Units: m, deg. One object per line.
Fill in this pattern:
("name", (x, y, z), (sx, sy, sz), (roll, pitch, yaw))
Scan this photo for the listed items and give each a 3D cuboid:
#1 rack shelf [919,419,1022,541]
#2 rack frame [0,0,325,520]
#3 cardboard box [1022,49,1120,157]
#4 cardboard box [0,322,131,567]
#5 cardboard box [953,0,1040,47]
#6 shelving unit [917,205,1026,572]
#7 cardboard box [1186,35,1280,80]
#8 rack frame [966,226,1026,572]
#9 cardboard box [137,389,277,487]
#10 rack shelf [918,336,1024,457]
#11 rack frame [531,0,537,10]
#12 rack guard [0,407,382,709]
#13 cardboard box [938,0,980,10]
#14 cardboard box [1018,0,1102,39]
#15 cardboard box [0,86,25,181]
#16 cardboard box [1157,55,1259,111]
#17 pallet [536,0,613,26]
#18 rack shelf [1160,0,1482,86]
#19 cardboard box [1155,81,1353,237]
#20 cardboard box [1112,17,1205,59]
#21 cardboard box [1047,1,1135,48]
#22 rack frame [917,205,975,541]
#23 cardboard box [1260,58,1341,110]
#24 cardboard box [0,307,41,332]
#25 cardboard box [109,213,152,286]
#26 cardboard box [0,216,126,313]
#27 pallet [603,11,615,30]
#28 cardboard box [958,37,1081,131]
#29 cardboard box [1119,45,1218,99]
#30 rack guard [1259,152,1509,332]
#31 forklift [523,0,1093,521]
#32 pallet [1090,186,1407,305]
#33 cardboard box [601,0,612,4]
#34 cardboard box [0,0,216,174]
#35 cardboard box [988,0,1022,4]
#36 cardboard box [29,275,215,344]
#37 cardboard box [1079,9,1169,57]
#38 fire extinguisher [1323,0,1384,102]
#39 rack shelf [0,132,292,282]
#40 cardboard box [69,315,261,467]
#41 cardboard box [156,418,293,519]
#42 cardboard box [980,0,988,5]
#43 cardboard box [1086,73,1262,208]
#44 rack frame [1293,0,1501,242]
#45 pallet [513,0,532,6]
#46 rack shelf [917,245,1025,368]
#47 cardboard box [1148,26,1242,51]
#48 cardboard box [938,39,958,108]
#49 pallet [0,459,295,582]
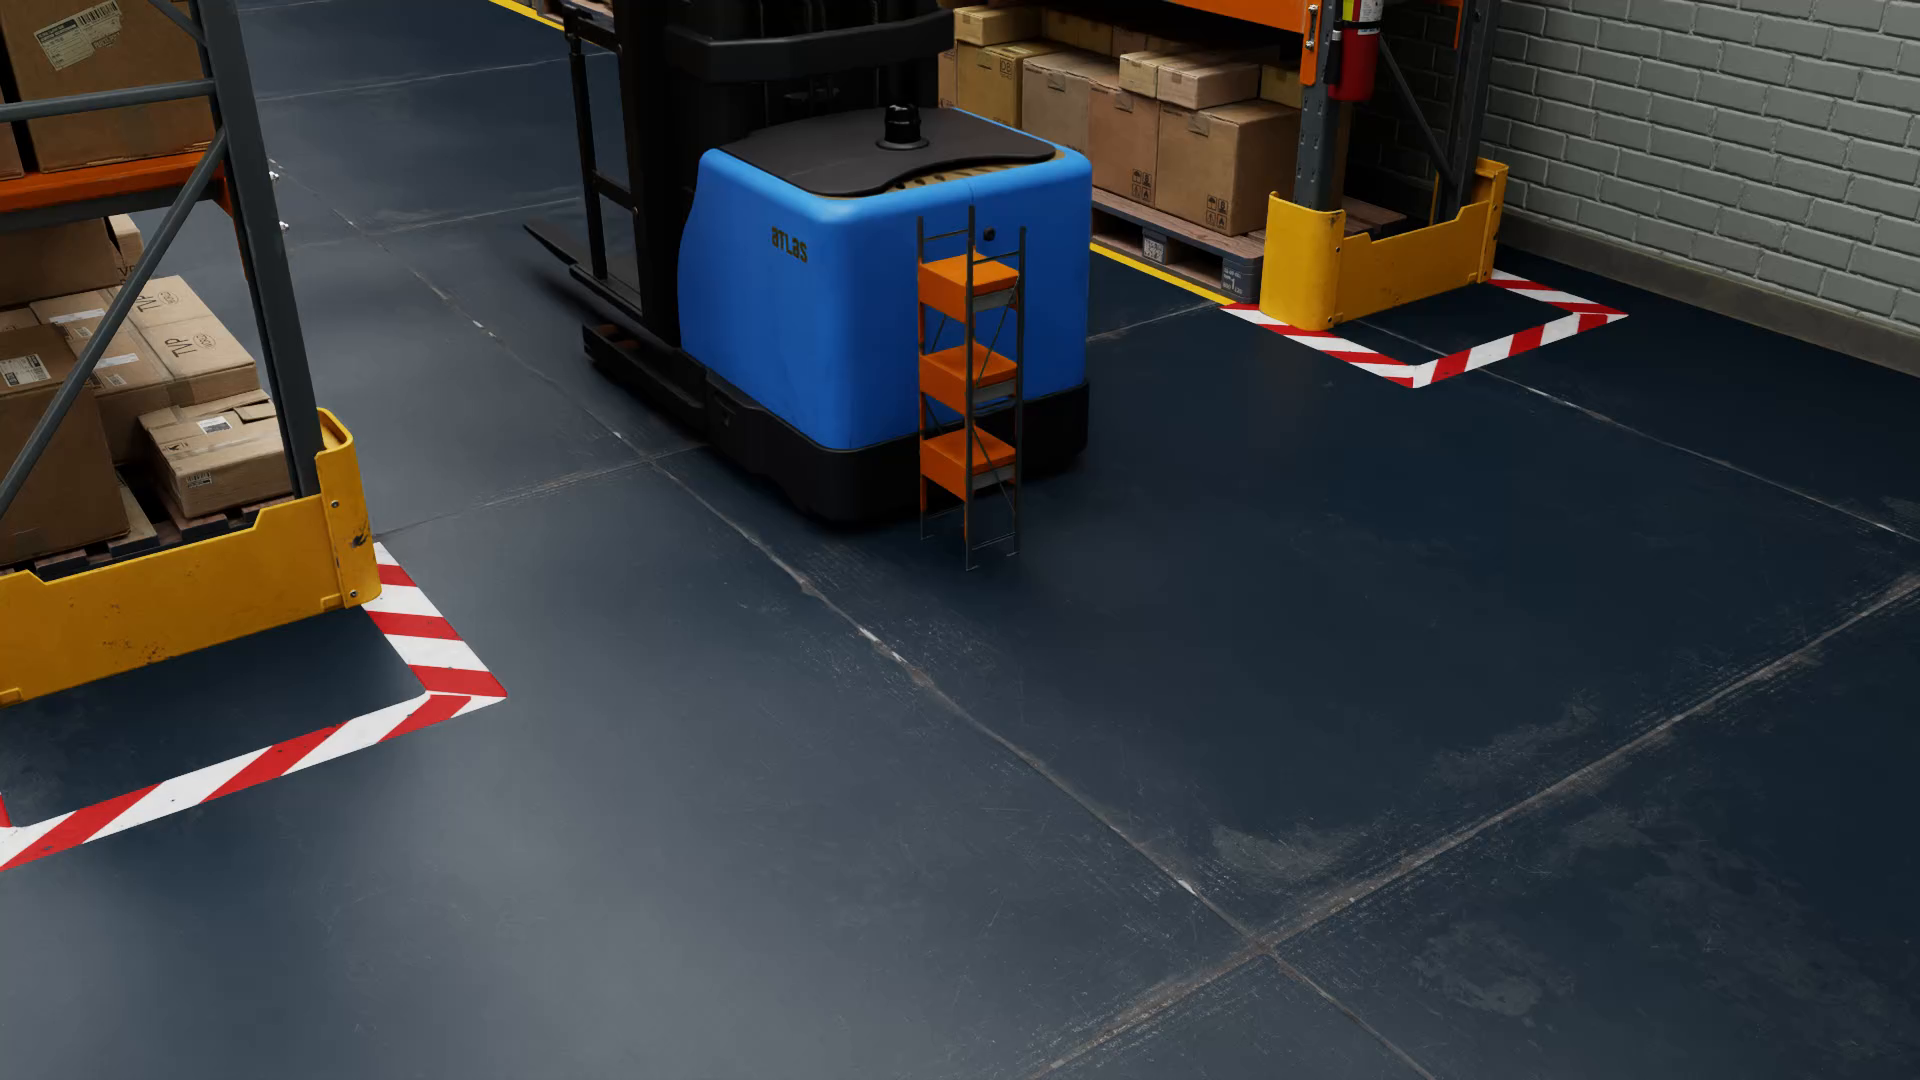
("rack shelf", (0.031, -0.187, 5.099), (0.215, 0.259, 0.240), (-19, 34, -31))
("rack frame", (-2.232, -1.026, 3.996), (1.000, 3.000, 0.127), (-19, 34, -31))
("cardboard box", (0.731, -2.119, 8.188), (0.700, 0.500, 0.500), (-20, 34, -32))
("cardboard box", (-2.748, -0.264, 4.752), (0.500, 0.500, 0.500), (-19, 34, -31))
("cardboard box", (0.184, -2.619, 8.430), (0.380, 0.149, 0.250), (-20, 34, -32))
("shelving unit", (0.031, -0.441, 4.961), (0.215, 1.050, 0.252), (-19, 34, -31))
("cardboard box", (1.255, -2.218, 7.690), (0.380, 0.149, 0.250), (-19, 34, -31))
("rack frame", (0.102, -0.393, 4.874), (0.200, 1.050, 0.008), (-19, 34, -31))
("cardboard box", (-2.339, -0.330, 5.222), (0.380, 0.166, 0.250), (-19, 34, -31))
("rack shelf", (0.031, -0.431, 4.966), (0.215, 0.259, 0.240), (-19, 34, -31))
("rack frame", (-2.839, -5.509, 12.251), (1.000, 3.000, 0.127), (-19, 34, -31))
("rack guard", (-2.276, 0.043, 4.647), (1.175, 0.500, 0.348), (-19, 34, -31))
("cardboard box", (-0.118, -2.822, 8.803), (0.380, 0.149, 0.250), (-18, 33, -29))
("cardboard box", (0.516, -2.712, 8.601), (0.380, 0.149, 0.250), (-18, 33, -30))
("cardboard box", (-2.713, -1.169, 4.154), (0.500, 0.500, 0.500), (-18, 33, -29))
("cardboard box", (1.091, -2.014, 7.315), (0.380, 0.149, 0.250), (-19, 34, -31))
("pallet", (-2.443, -3.956, 12.314), (1.003, 0.211, 1.213), (-19, 34, -31))
("rack shelf", (0.641, -2.860, 8.128), (1.077, 0.370, 4.000), (-19, 34, -31))
("cardboard box", (1.314, -1.729, 7.471), (0.700, 0.500, 0.500), (-19, 34, -31))
("cardboard box", (0.962, -2.414, 8.052), (0.380, 0.149, 0.250), (-18, 33, -30))
("cardboard box", (0.666, -2.612, 8.416), (0.380, 0.149, 0.250), (-19, 34, -31))
("rack frame", (-0.040, -0.488, 5.048), (0.200, 1.050, 0.008), (-19, 34, -31))
("cardboard box", (1.549, -2.021, 7.328), (0.380, 0.149, 0.250), (-19, 34, -30))
("cardboard box", (-3.274, -0.532, 5.507), (0.500, 0.250, 0.500), (-19, 34, -31))
("cardboard box", (-3.555, -1.158, 6.596), (0.500, 0.311, 0.500), (-19, 34, -31))
("cardboard box", (-3.458, -0.949, 6.008), (0.797, 0.503, 0.637), (-19, 34, -31))
("pallet", (-1.740, -3.482, 11.441), (1.003, 0.211, 1.213), (-19, 34, -31))
("cardboard box", (0.416, -2.325, 8.566), (0.700, 0.500, 0.500), (-18, 33, -30))
("cardboard box", (0.942, -2.113, 7.497), (0.380, 0.149, 0.250), (-18, 33, -29))
("rack guard", (1.815, -1.291, 7.104), (1.175, 0.500, 0.348), (-19, 34, -31))
("forklift", (-0.811, -2.002, 5.865), (1.130, 2.935, 3.031), (-18, 33, -30))
("pallet", (1.274, -1.463, 7.722), (1.003, 0.211, 1.213), (-19, 34, -31))
("cardboard box", (-2.016, -4.084, 11.440), (0.750, 0.750, 0.750), (-19, 34, -31))
("cardboard box", (-2.274, -1.316, 4.425), (0.500, 0.500, 0.500), (-18, 33, -30))
("cardboard box", (0.370, -2.811, 8.782), (0.380, 0.149, 0.250), (-20, 34, -32))
("cardboard box", (-2.896, -0.690, 5.797), (0.500, 0.250, 0.500), (-19, 34, -31))
("cardboard box", (0.813, -2.514, 8.235), (0.380, 0.149, 0.250), (-18, 33, -30))
("fire extinguisher", (1.513, -2.015, 6.288), (0.296, 0.674, 0.183), (-19, 34, -31))
("rack shelf", (-3.392, -1.488, 5.600), (1.077, 0.370, 4.000), (-19, 34, -31))
("cardboard box", (-2.606, -0.495, 5.439), (0.500, 0.250, 0.500), (-19, 34, -31))
("cardboard box", (-2.194, -0.225, 5.047), (0.380, 0.149, 0.250), (-19, 34, -31))
("cardboard box", (-0.168, -2.721, 9.296), (0.700, 0.500, 0.500), (-18, 33, -30))
("cardboard box", (1.024, -1.924, 7.829), (0.700, 0.500, 0.500), (-19, 34, -31))
("rack frame", (1.801, -2.399, 6.524), (1.000, 3.000, 0.127), (-19, 34, -31))
("pallet", (-3.291, -4.588, 13.476), (1.003, 0.211, 1.213), (-19, 34, -31))
("rack shelf", (0.031, -0.681, 4.831), (0.215, 0.259, 0.240), (-19, 34, -31))
("cardboard box", (1.110, -2.315, 7.870), (0.380, 0.149, 0.250), (-18, 34, -30))
("cardboard box", (0.120, -2.525, 8.935), (0.700, 0.500, 0.500), (-19, 34, -31))
("pallet", (-2.739, -0.140, 5.287), (1.003, 0.211, 1.213), (-19, 34, -31))
